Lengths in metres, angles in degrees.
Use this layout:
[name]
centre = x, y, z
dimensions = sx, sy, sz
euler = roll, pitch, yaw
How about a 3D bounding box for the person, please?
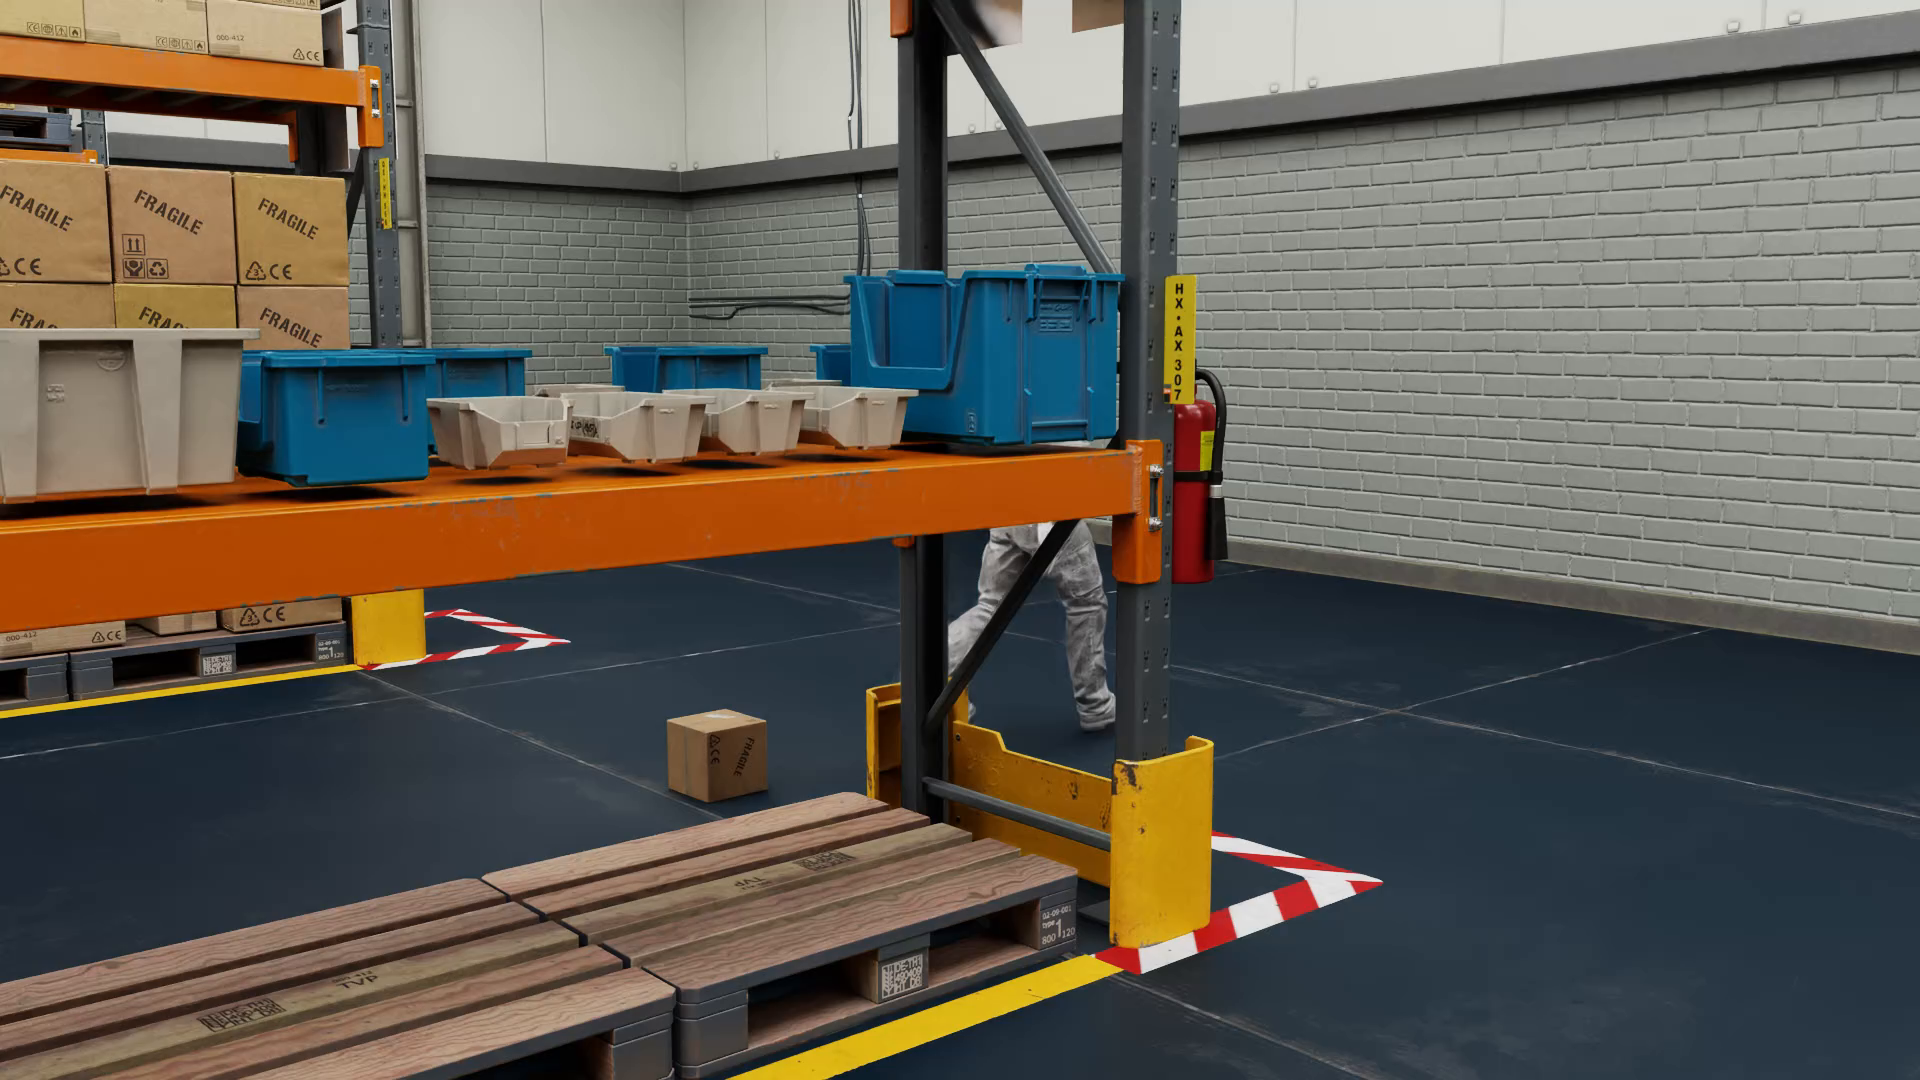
[person]
centre = 0.266, -0.095, 6.496
dimensions = 1.044, 1.745, 0.583
euler = -4, 8, -29
